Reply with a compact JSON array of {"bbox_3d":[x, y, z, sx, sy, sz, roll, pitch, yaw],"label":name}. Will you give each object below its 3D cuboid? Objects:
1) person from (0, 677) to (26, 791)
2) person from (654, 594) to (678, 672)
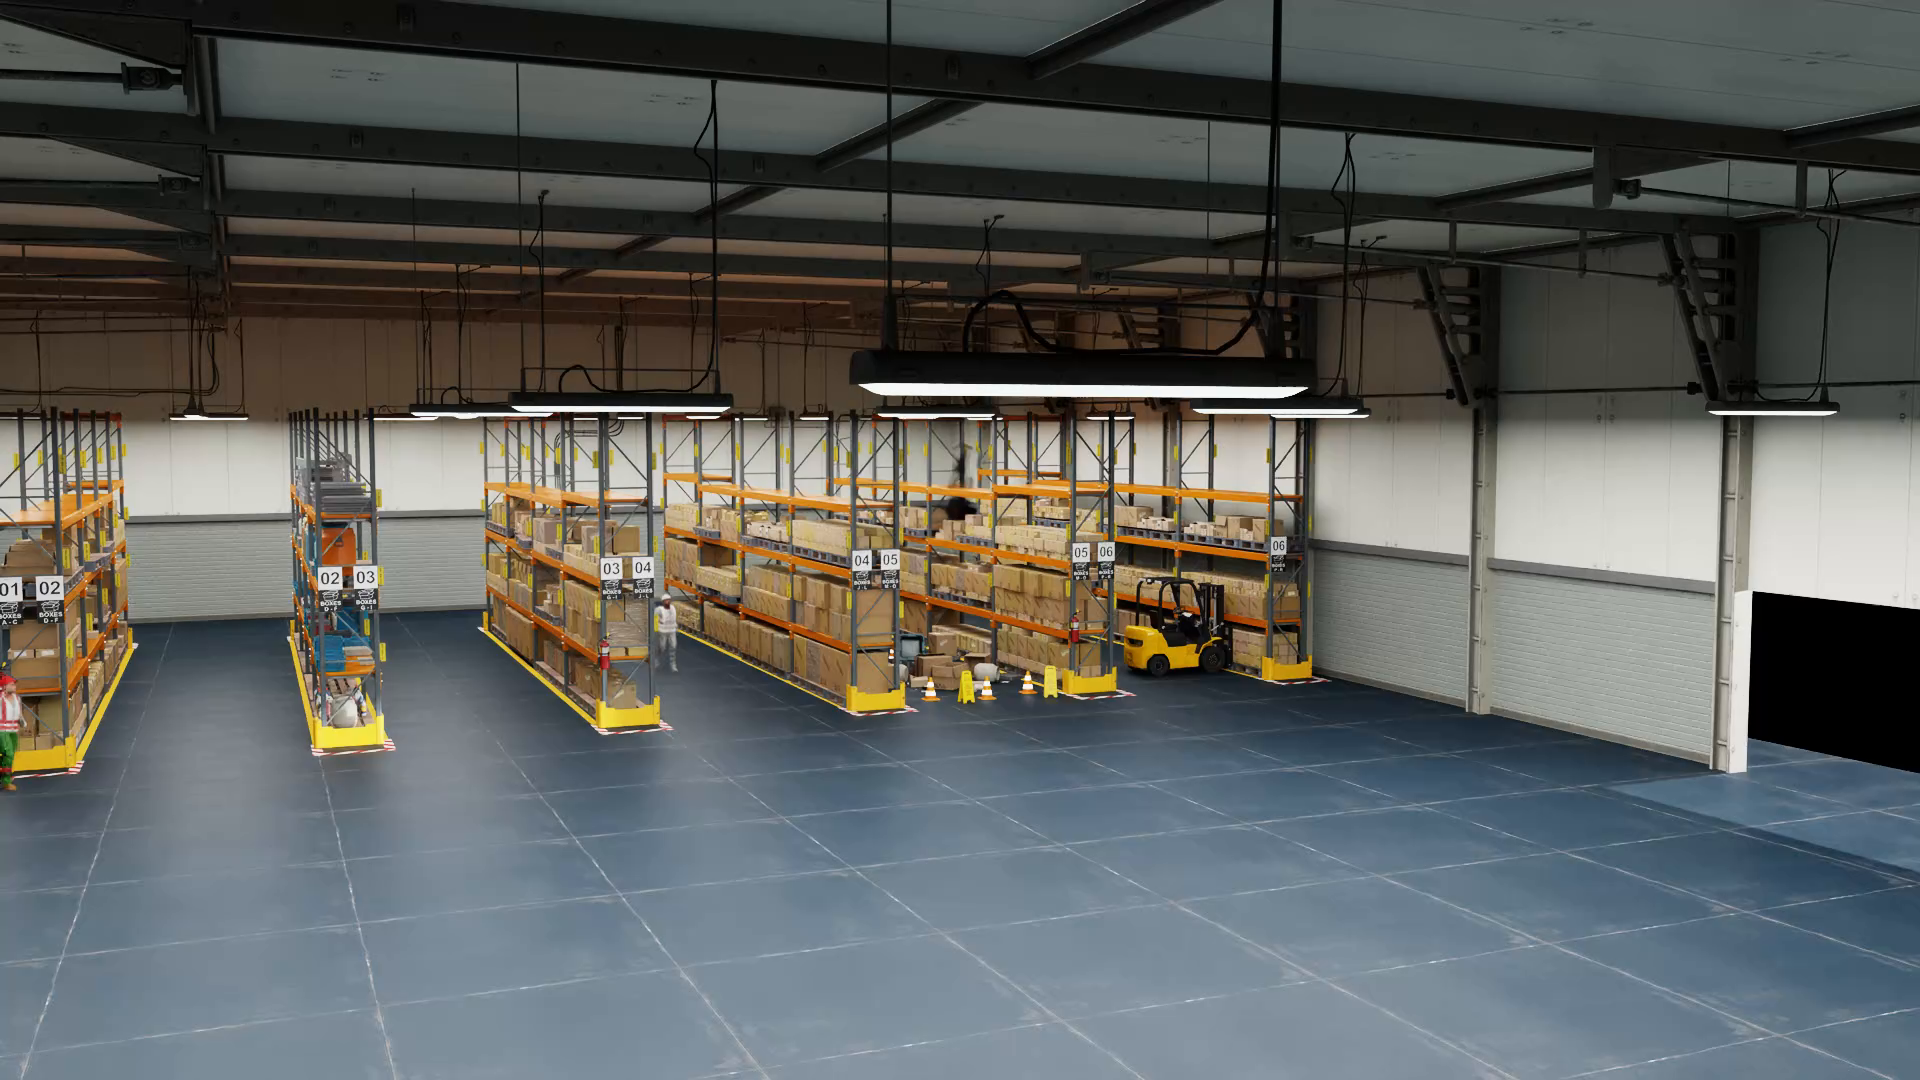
[{"bbox_3d":[-15.066,3.041,26.175,0.820,1.769,0.700,1,4,15],"label":"person"},{"bbox_3d":[-6.787,2.124,38.346,0.663,1.767,0.943,-3,5,-39],"label":"person"}]
